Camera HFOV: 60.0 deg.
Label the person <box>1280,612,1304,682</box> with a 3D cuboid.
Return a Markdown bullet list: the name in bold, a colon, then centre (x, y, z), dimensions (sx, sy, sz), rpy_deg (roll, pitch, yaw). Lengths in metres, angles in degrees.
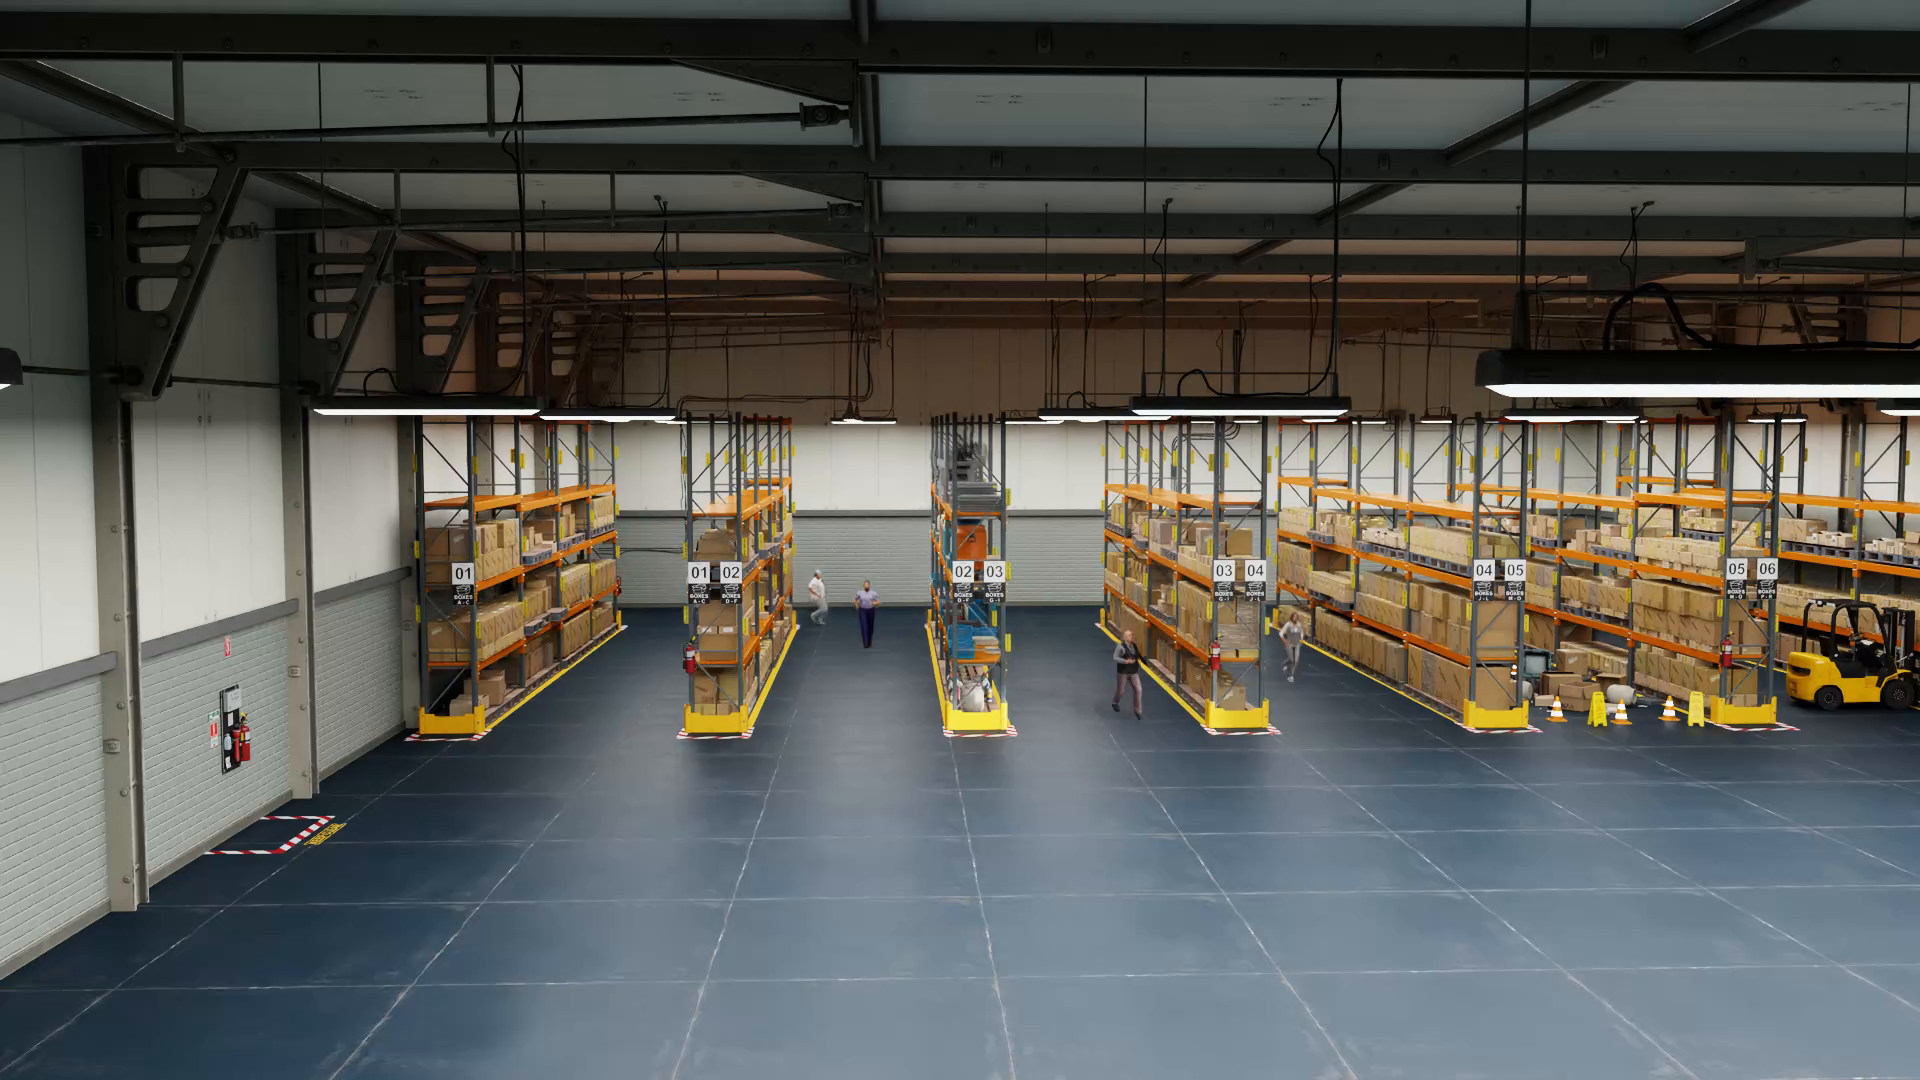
- **person**: centre (7.496, 2.401, 37.565), dimensions (0.558, 1.564, 0.536), rpy_deg (-1, 4, -12)

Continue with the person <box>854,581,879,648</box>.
- **person**: centre (-2.292, 1.839, 40.981), dimensions (0.615, 1.681, 0.857), rpy_deg (-1, 4, -11)

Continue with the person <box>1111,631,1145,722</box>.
- **person**: centre (3.250, 2.656, 32.641), dimensions (0.624, 1.770, 1.009), rpy_deg (-2, 4, -21)

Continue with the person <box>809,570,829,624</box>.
- **person**: centre (-4.089, 1.664, 48.146), dimensions (0.518, 1.581, 0.606), rpy_deg (1, 4, 14)
